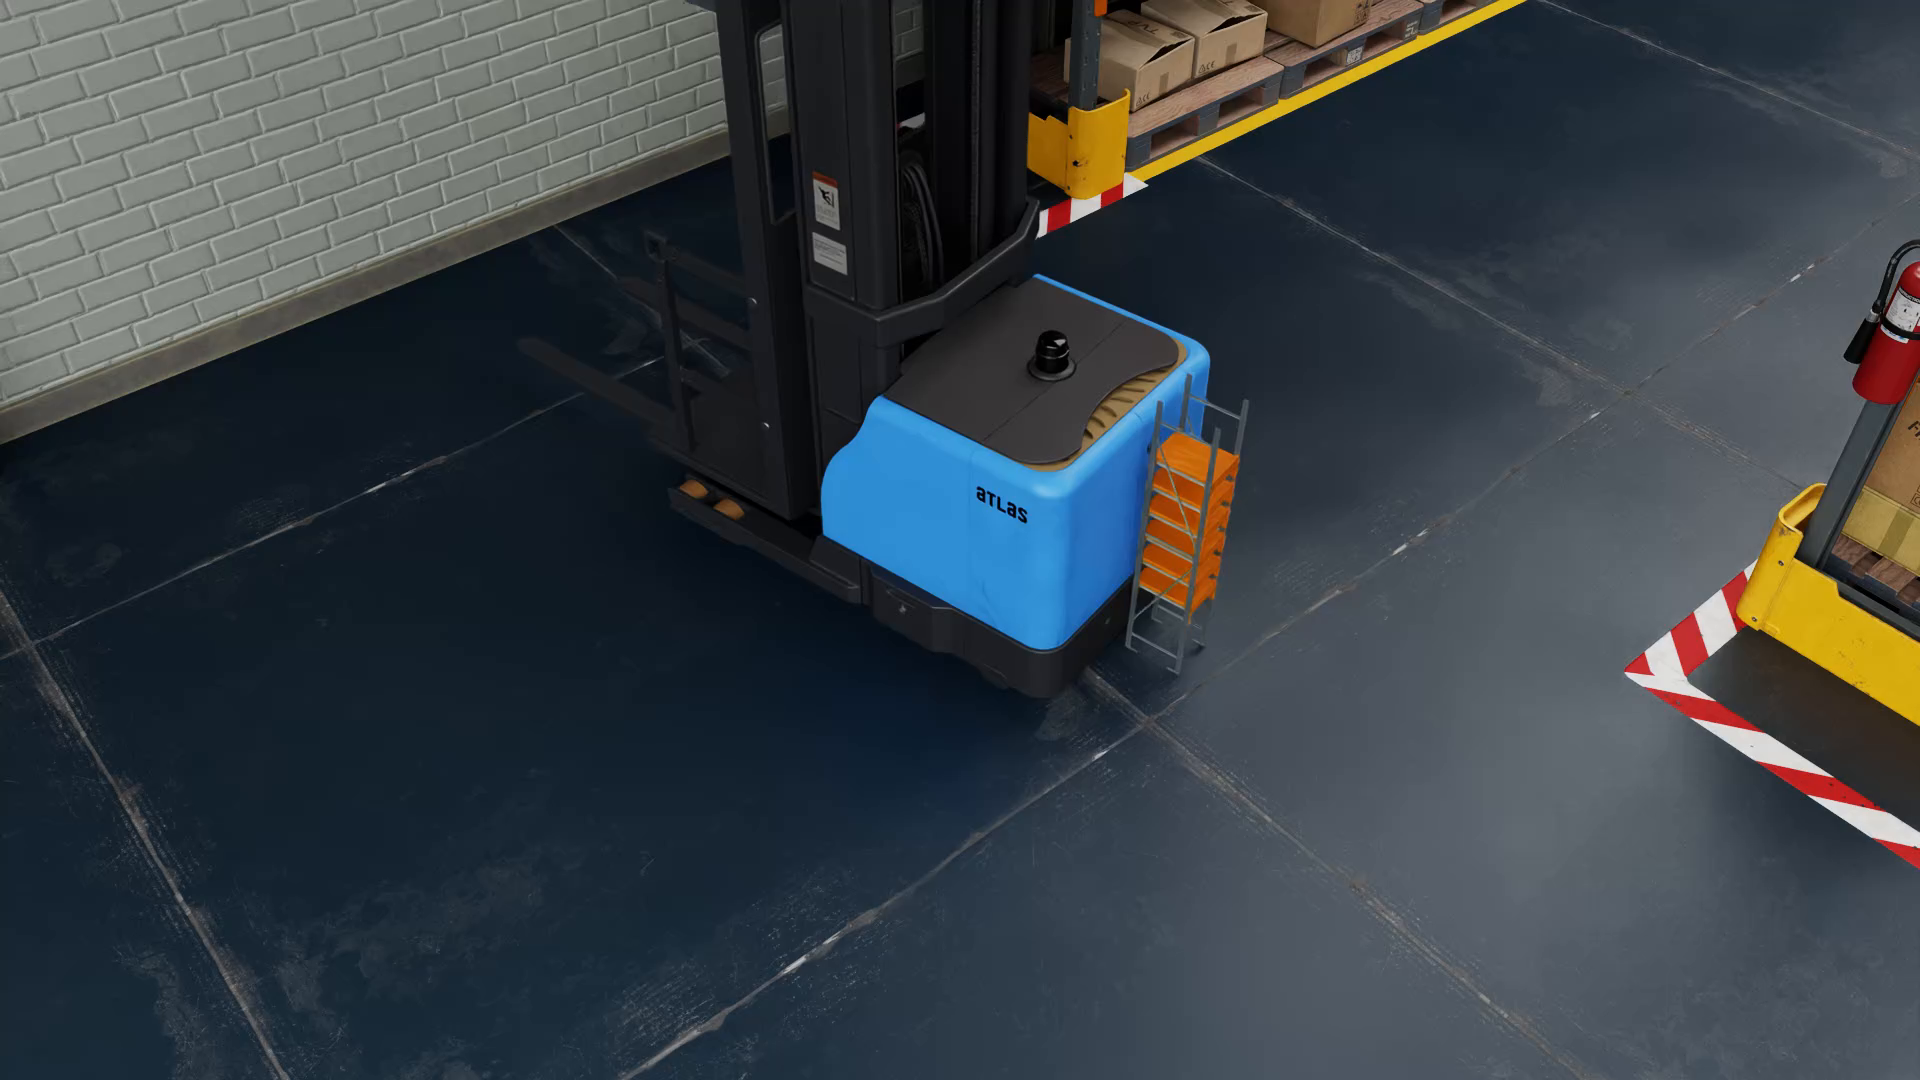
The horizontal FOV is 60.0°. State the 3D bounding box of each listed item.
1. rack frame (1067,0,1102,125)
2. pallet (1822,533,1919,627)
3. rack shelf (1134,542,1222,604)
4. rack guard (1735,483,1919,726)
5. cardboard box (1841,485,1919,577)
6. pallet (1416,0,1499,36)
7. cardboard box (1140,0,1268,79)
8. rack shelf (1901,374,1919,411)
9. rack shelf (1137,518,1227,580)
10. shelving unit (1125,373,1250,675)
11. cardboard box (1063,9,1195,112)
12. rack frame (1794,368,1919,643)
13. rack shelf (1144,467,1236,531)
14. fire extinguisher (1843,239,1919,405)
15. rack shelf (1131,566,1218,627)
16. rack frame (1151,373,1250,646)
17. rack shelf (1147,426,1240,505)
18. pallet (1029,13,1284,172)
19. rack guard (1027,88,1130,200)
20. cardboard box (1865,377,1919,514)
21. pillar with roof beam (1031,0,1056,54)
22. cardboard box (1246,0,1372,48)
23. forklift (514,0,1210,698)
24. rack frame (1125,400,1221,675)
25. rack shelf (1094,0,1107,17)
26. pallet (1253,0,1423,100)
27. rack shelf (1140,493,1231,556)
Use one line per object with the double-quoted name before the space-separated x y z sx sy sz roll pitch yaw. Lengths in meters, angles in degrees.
"rack frame" 0.326 -3.190 7.956 0.127 3.000 1.000 -30 51 -28
"pallet" 4.067 0.068 6.524 1.213 0.211 1.003 -30 51 -28
"rack shelf" 0.787 0.090 6.013 0.258 0.103 0.180 28 50 25
"rack guard" 3.489 0.331 6.032 0.348 0.500 1.175 -30 51 -28
"cardboard box" 3.729 -0.132 6.401 0.500 0.250 0.500 -30 51 -28
"pallet" 2.902 -3.617 10.447 1.213 0.211 1.003 -30 51 -28
"cardboard box" 1.352 -2.878 9.266 0.500 0.311 0.500 -26 49 -25
"rack shelf" 5.041 -1.207 6.370 4.000 0.370 1.077 -30 51 -28
"rack shelf" 0.790 0.004 5.929 0.258 0.103 0.180 28 50 25
"shelving unit" 0.791 -0.028 5.898 0.258 1.200 0.189 28 50 25
"cardboard box" 0.914 -2.627 8.999 0.500 0.311 0.500 33 52 30
"rack frame" 3.507 -0.591 5.188 0.127 3.000 1.000 -30 51 -28
"rack shelf" 0.795 -0.168 5.762 0.258 0.103 0.180 28 50 25
"fire extinguisher" 3.118 -0.755 5.419 0.183 0.674 0.296 -30 51 -28
"rack shelf" 0.785 0.176 6.096 0.258 0.103 0.180 28 50 25
"rack frame" 0.846 -0.078 5.951 0.240 1.200 0.006 28 50 25
"rack shelf" 0.797 -0.254 5.679 0.258 0.103 0.180 28 50 25
"pallet" 1.030 -2.546 9.306 1.213 0.211 1.003 -30 51 -28
"rack guard" 0.384 -2.313 8.847 0.348 0.500 1.175 -30 51 -28
"cardboard box" 3.728 -0.407 6.146 0.500 0.500 0.500 -30 51 -28
"pillar with roof beam" 3.070 -3.878 4.306 0.400 9.000 9.100 -30 51 -28
"cardboard box" 1.947 -3.243 9.516 0.500 0.500 0.700 -33 52 -30
"forklift" -0.569 -1.328 6.023 3.031 2.935 1.130 28 50 26
"rack frame" 0.735 0.022 5.845 0.240 1.200 0.006 28 50 25
"rack shelf" 1.860 -3.807 9.138 4.000 0.370 1.077 -30 51 -28
"pallet" 1.965 -3.079 9.874 1.213 0.211 1.003 -30 51 -28
"rack shelf" 0.792 -0.082 5.846 0.258 0.103 0.180 28 50 25
